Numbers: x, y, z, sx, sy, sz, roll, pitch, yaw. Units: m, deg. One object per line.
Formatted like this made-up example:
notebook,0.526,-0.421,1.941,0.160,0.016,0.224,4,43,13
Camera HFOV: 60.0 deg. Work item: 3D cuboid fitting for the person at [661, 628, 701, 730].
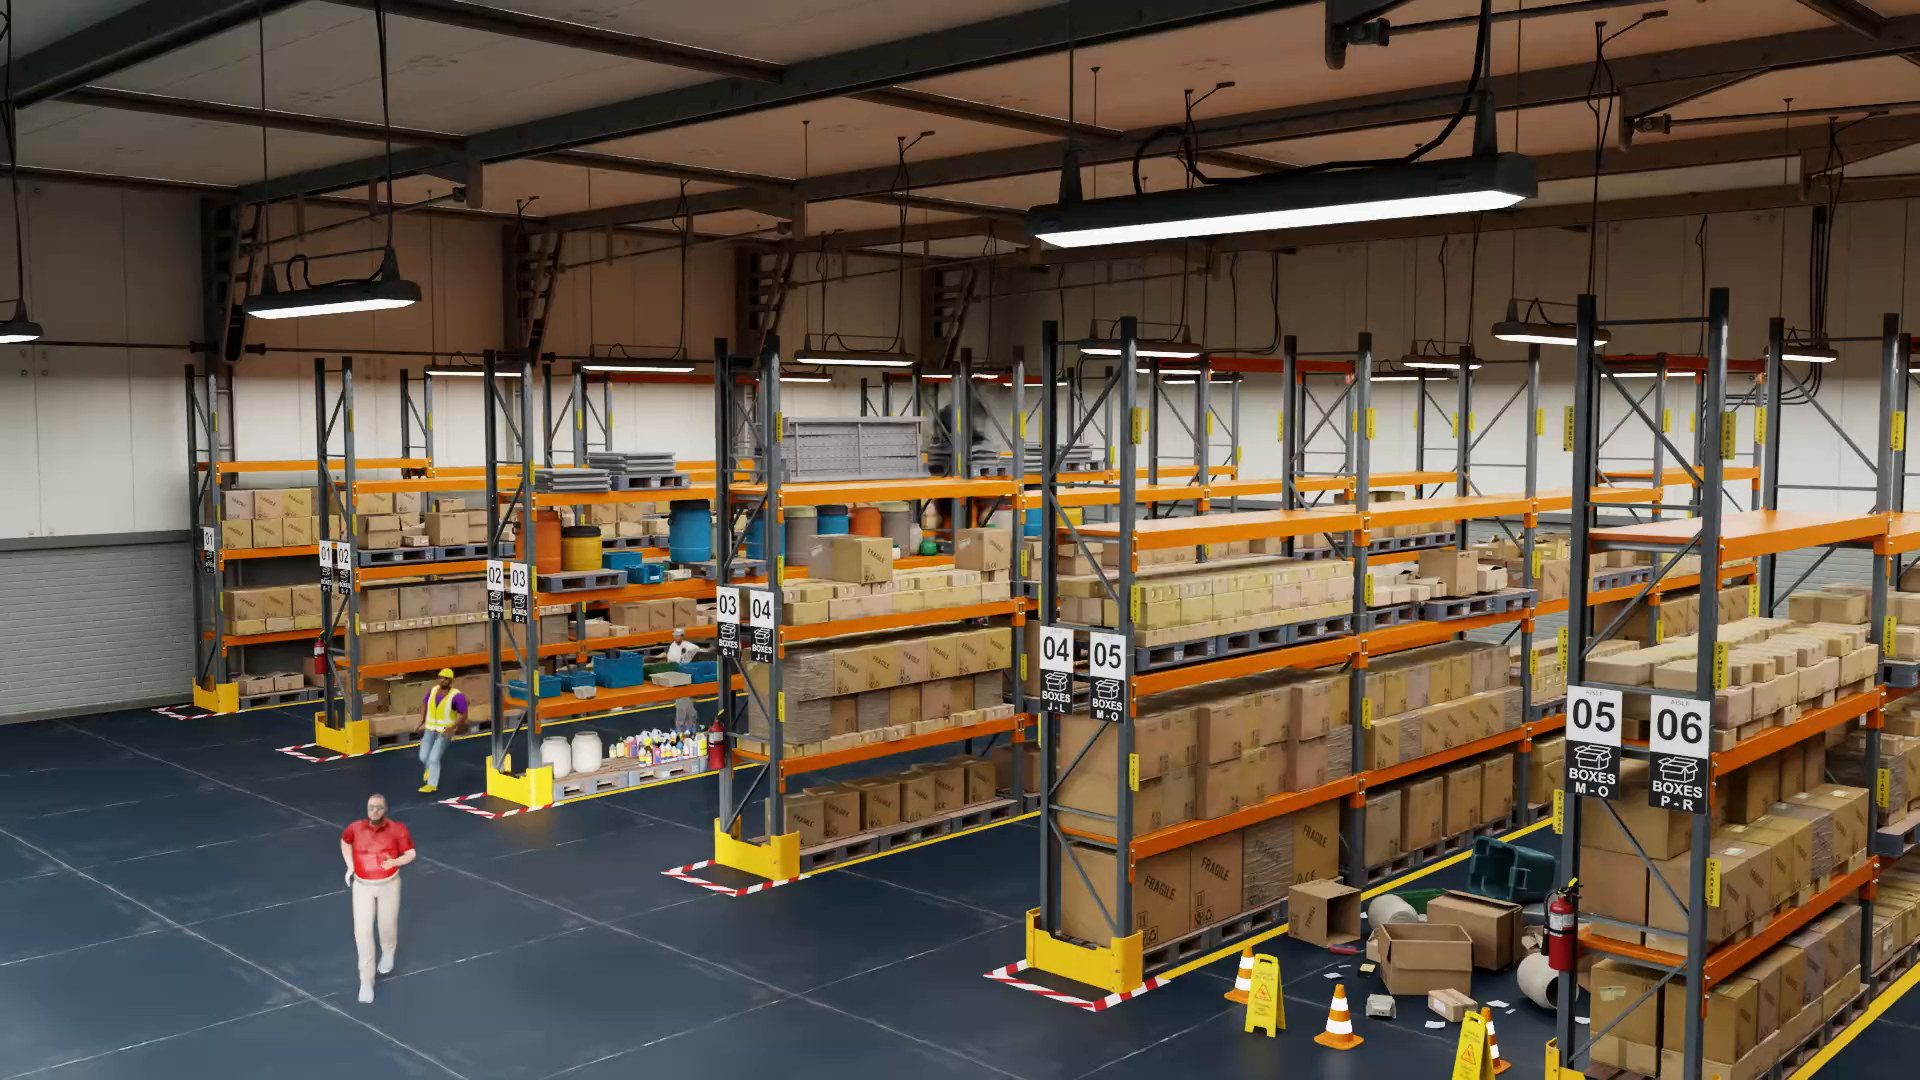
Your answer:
person,-4.517,2.270,27.031,0.550,1.715,0.804,3,5,36

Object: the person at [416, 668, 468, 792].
person,-7.076,2.593,22.606,0.747,1.686,0.530,1,4,10

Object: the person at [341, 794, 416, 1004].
person,-5.225,3.158,14.945,0.653,1.776,0.894,-1,5,-16
